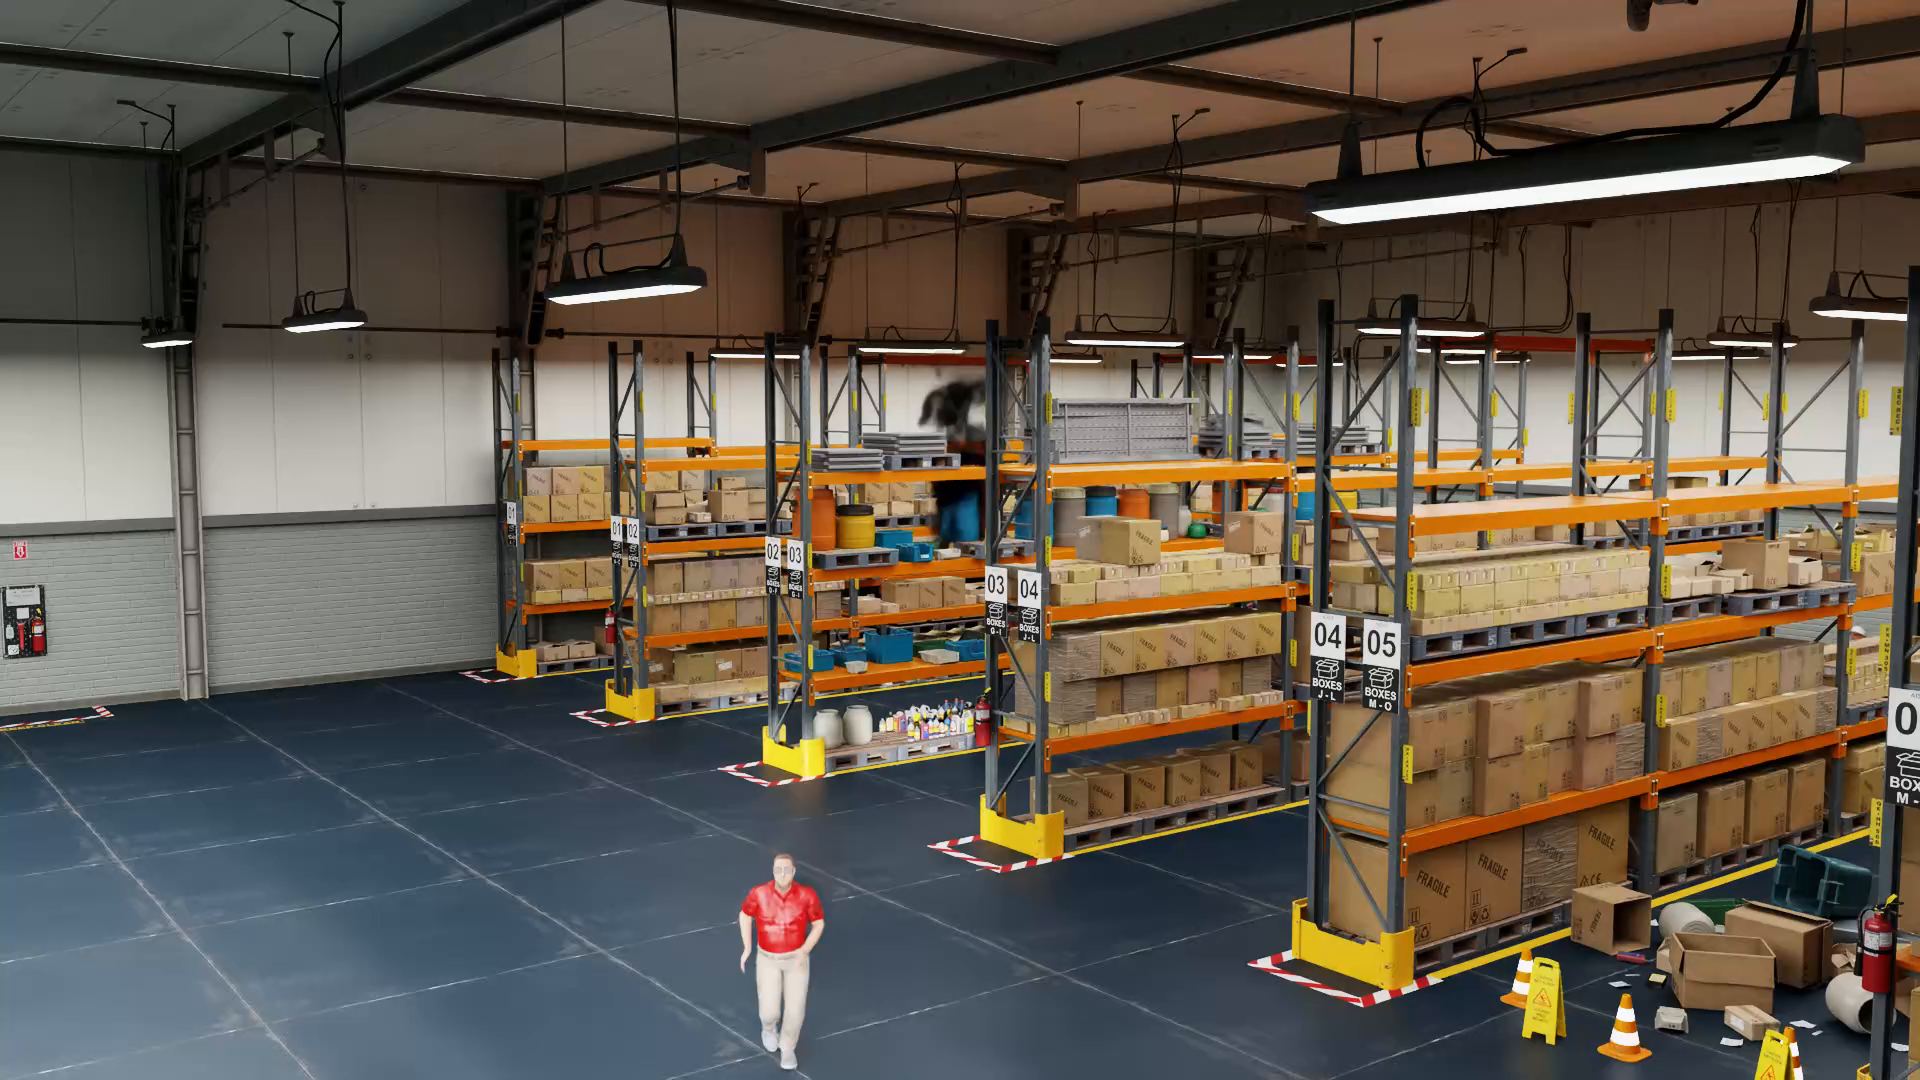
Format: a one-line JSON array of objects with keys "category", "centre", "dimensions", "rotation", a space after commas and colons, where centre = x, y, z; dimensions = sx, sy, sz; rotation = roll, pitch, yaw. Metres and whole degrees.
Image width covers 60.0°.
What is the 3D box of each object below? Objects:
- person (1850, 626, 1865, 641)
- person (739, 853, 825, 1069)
[{"category": "person", "centre": [13.070, 2.146, 24.173], "dimensions": [0.977, 1.814, 0.674], "rotation": [-3, 6, -33]}, {"category": "person", "centre": [-1.357, 3.218, 12.682], "dimensions": [0.653, 1.675, 0.631], "rotation": [0, 5, -5]}]
